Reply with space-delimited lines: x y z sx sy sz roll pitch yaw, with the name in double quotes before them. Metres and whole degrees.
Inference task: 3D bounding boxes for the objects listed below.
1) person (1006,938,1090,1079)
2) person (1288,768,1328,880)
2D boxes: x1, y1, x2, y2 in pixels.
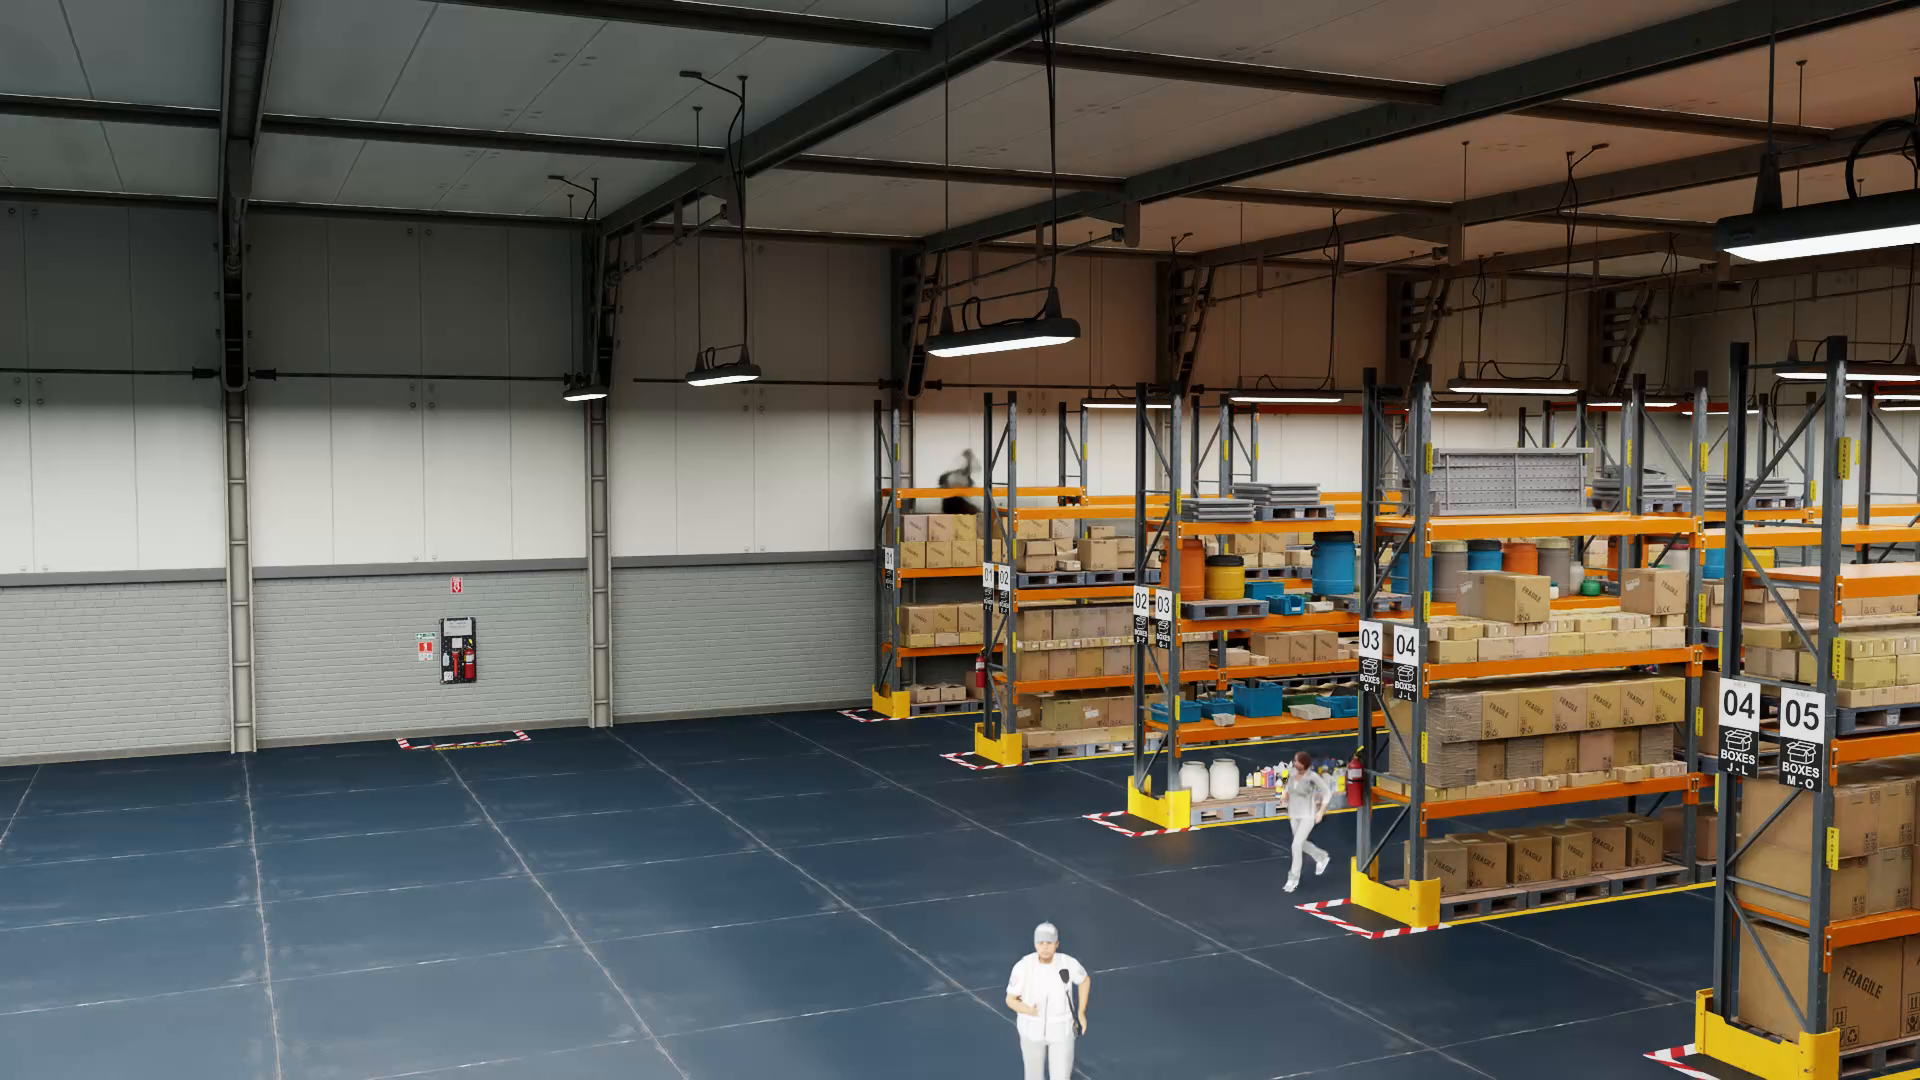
"person" 0.634 3.621 12.071 0.589 1.676 0.883 1 3 9
"person" 4.062 3.299 19.427 0.681 1.269 0.347 -2 4 -35
